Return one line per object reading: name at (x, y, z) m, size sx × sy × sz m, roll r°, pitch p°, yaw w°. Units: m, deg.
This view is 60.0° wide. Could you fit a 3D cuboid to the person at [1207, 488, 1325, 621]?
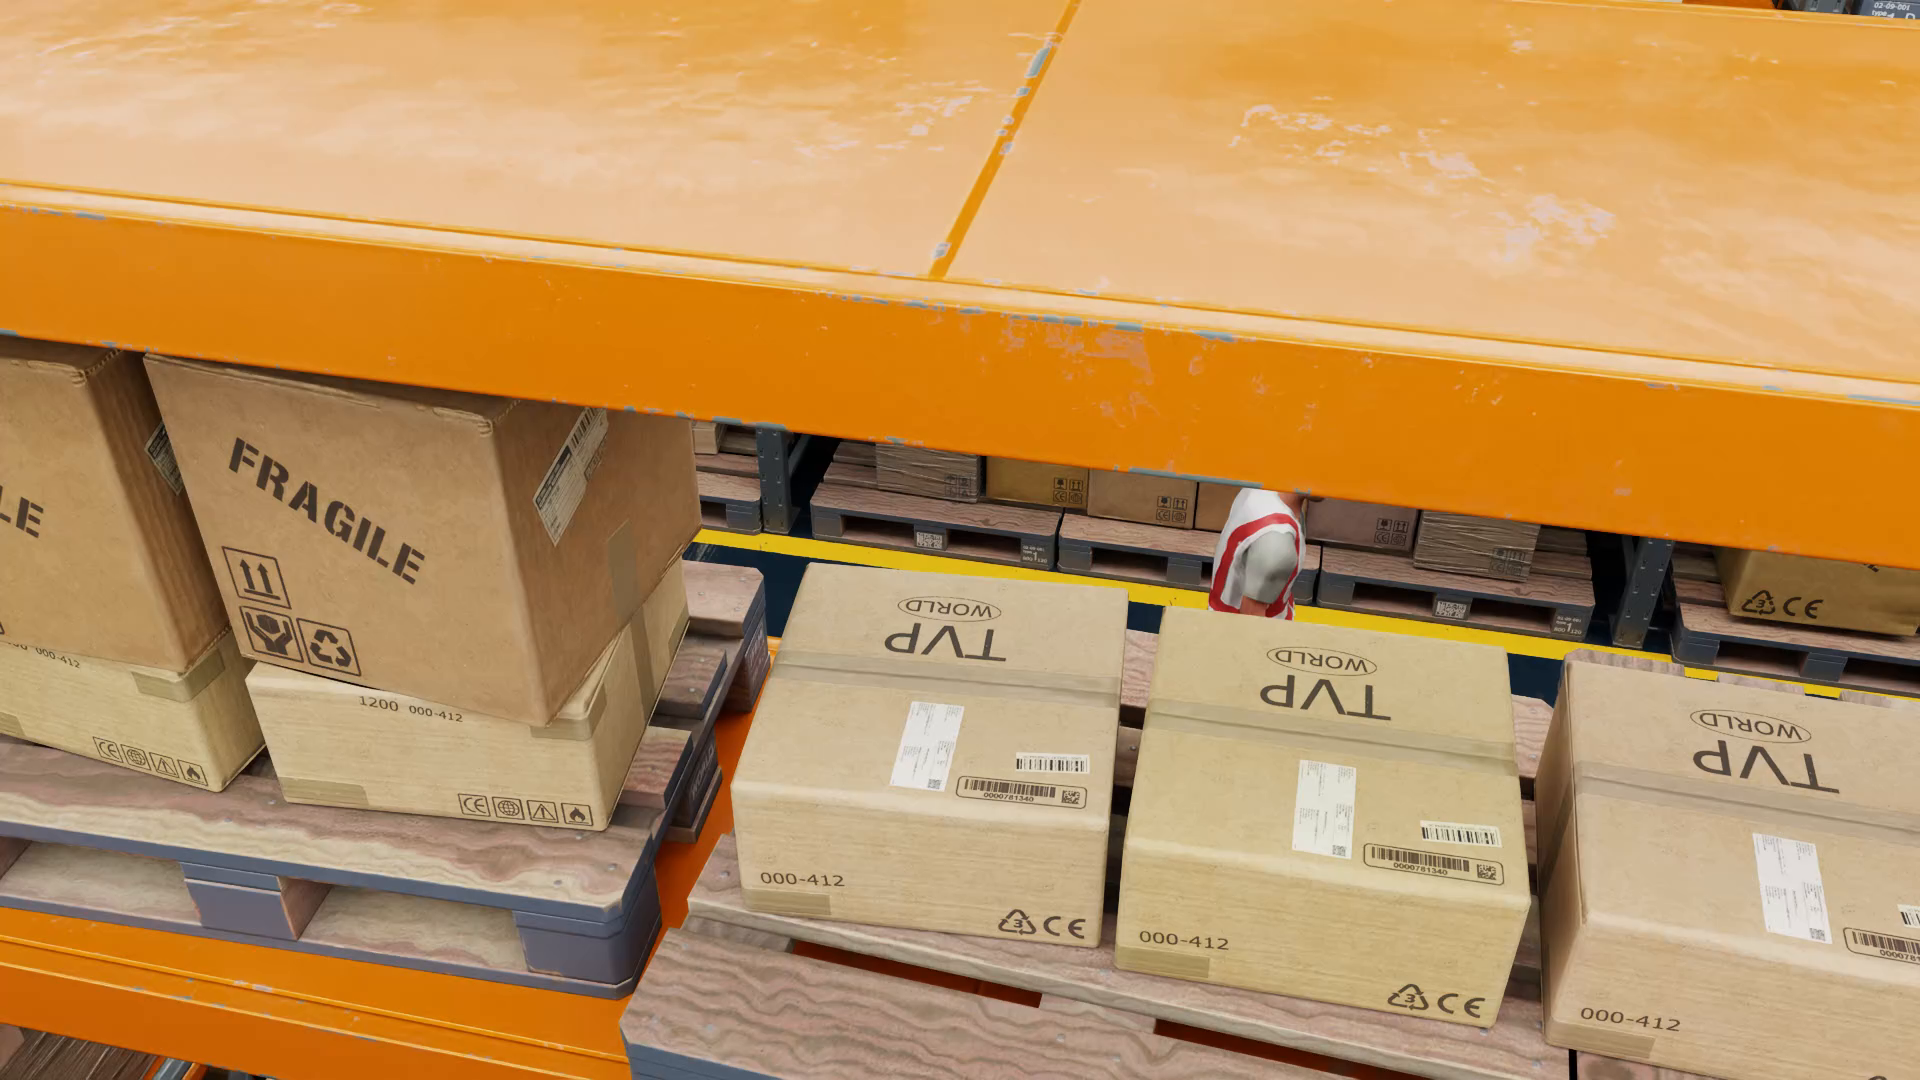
person at (1.134, 0.339, 6.172) m, size 0.448 × 1.780 × 0.609 m, roll 8°, pitch 37°, yaw 10°
